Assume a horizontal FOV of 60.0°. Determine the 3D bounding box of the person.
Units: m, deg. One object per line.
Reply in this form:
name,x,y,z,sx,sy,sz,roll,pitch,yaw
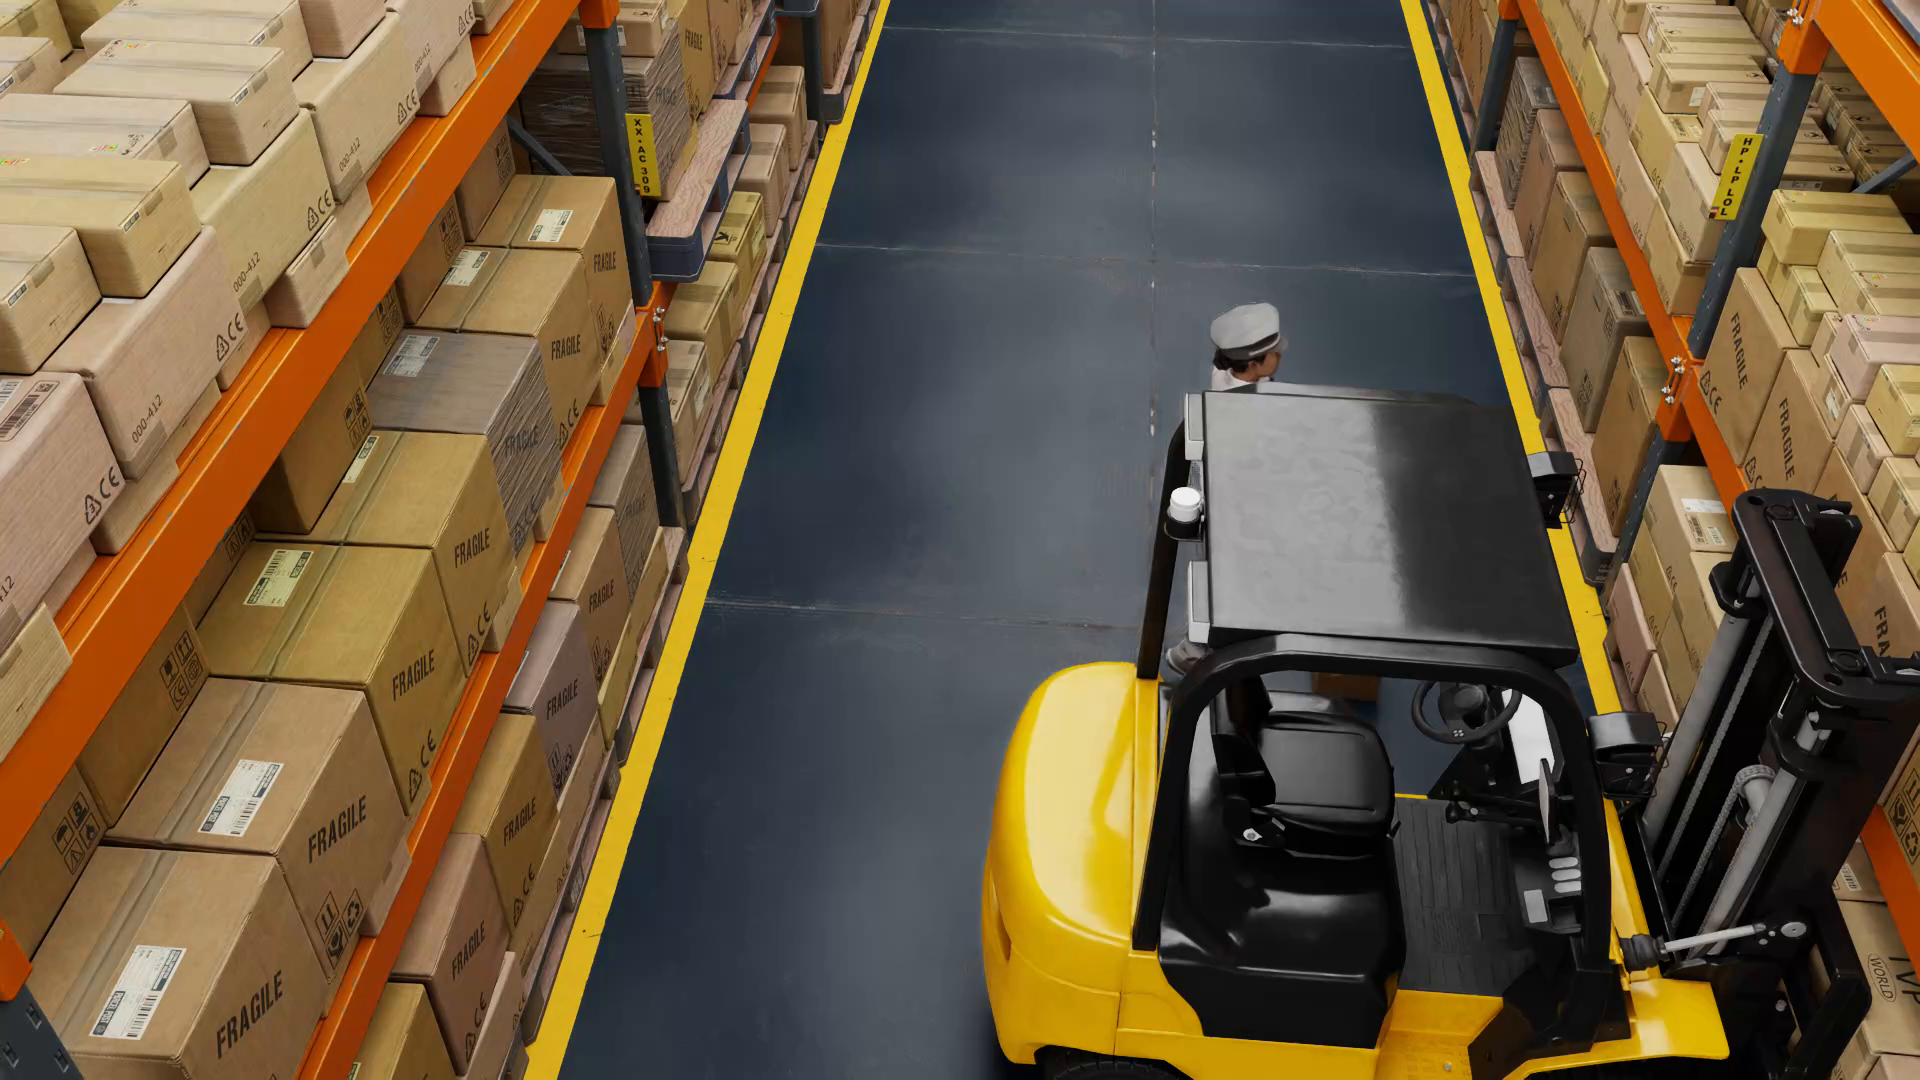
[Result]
person,1.065,-0.147,6.298,0.497,1.692,0.509,0,40,0
